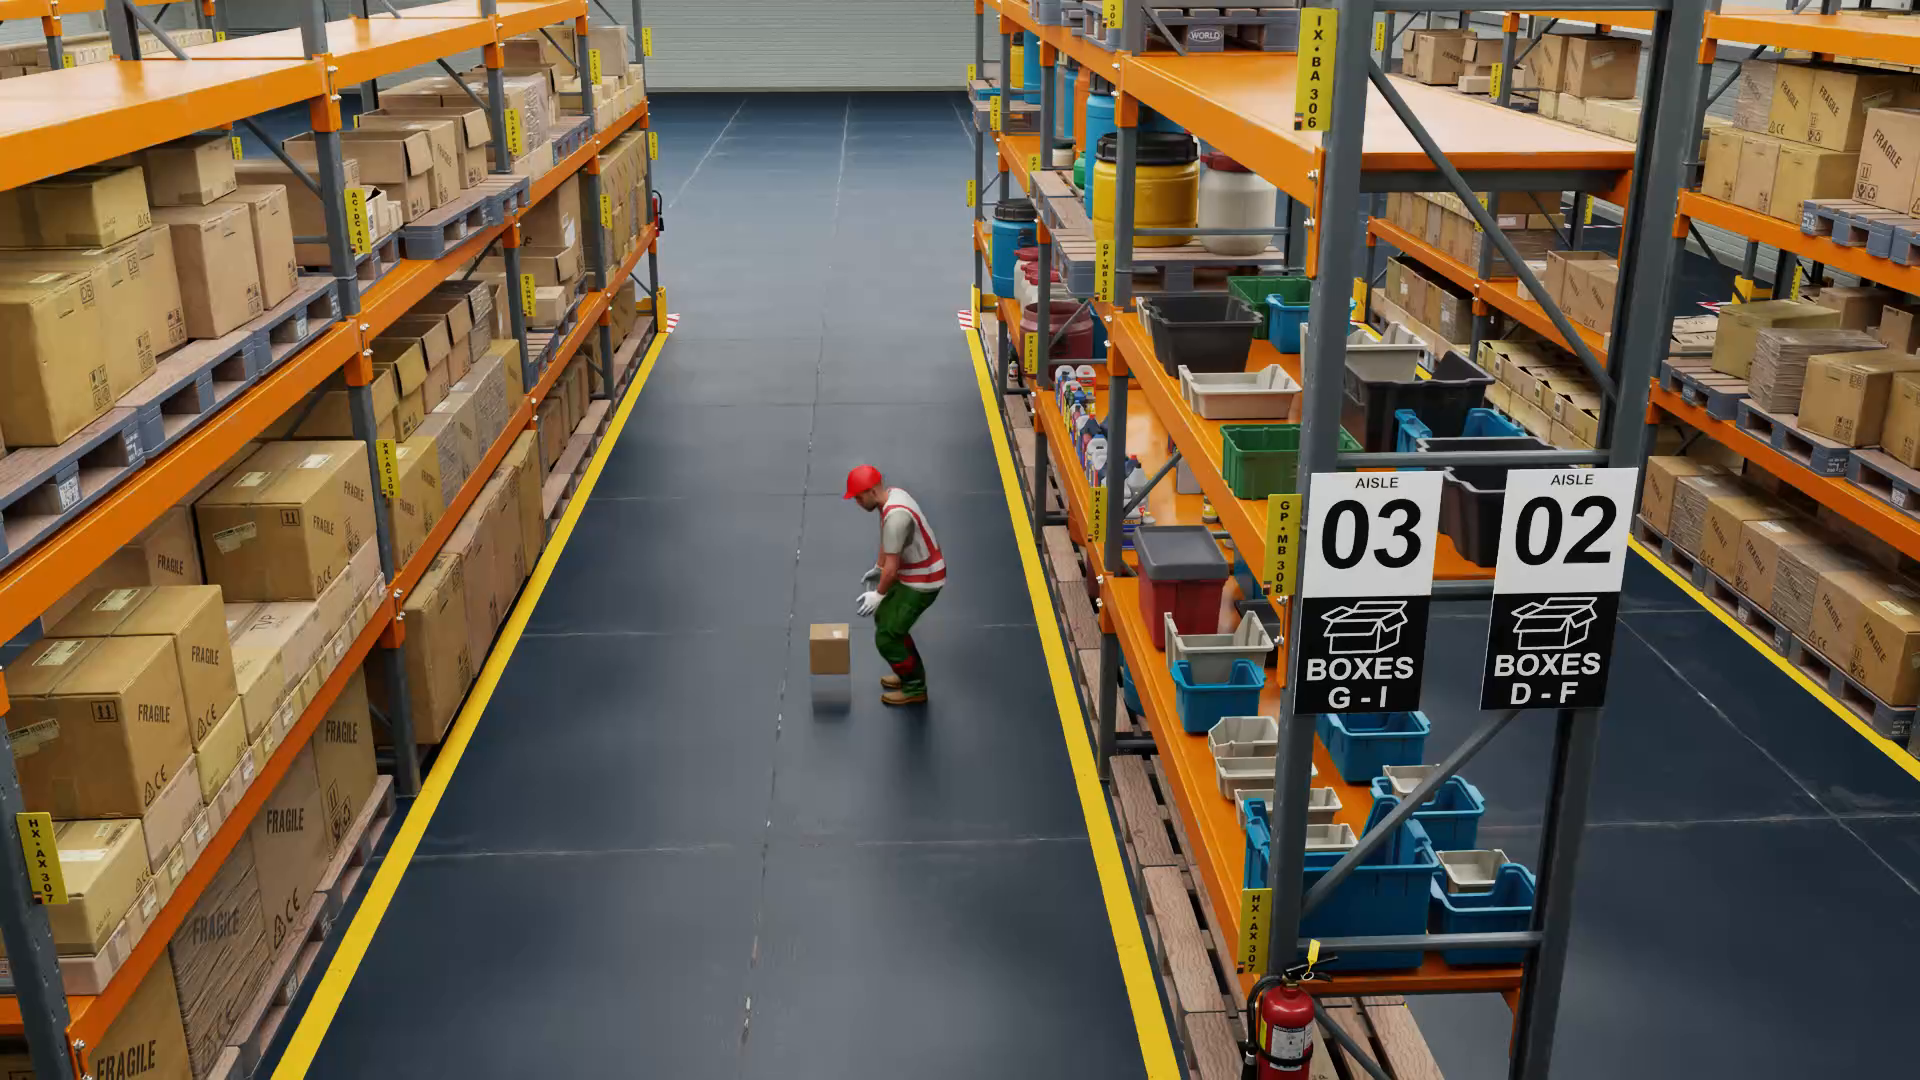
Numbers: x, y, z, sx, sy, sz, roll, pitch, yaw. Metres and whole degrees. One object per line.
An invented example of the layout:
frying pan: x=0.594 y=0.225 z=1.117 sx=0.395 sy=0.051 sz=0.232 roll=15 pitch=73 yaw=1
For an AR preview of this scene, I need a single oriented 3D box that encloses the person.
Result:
person: x=-0.407 y=0.276 z=10.595 sx=0.647 sy=1.580 sz=0.575 roll=-1 pitch=20 yaw=-2
